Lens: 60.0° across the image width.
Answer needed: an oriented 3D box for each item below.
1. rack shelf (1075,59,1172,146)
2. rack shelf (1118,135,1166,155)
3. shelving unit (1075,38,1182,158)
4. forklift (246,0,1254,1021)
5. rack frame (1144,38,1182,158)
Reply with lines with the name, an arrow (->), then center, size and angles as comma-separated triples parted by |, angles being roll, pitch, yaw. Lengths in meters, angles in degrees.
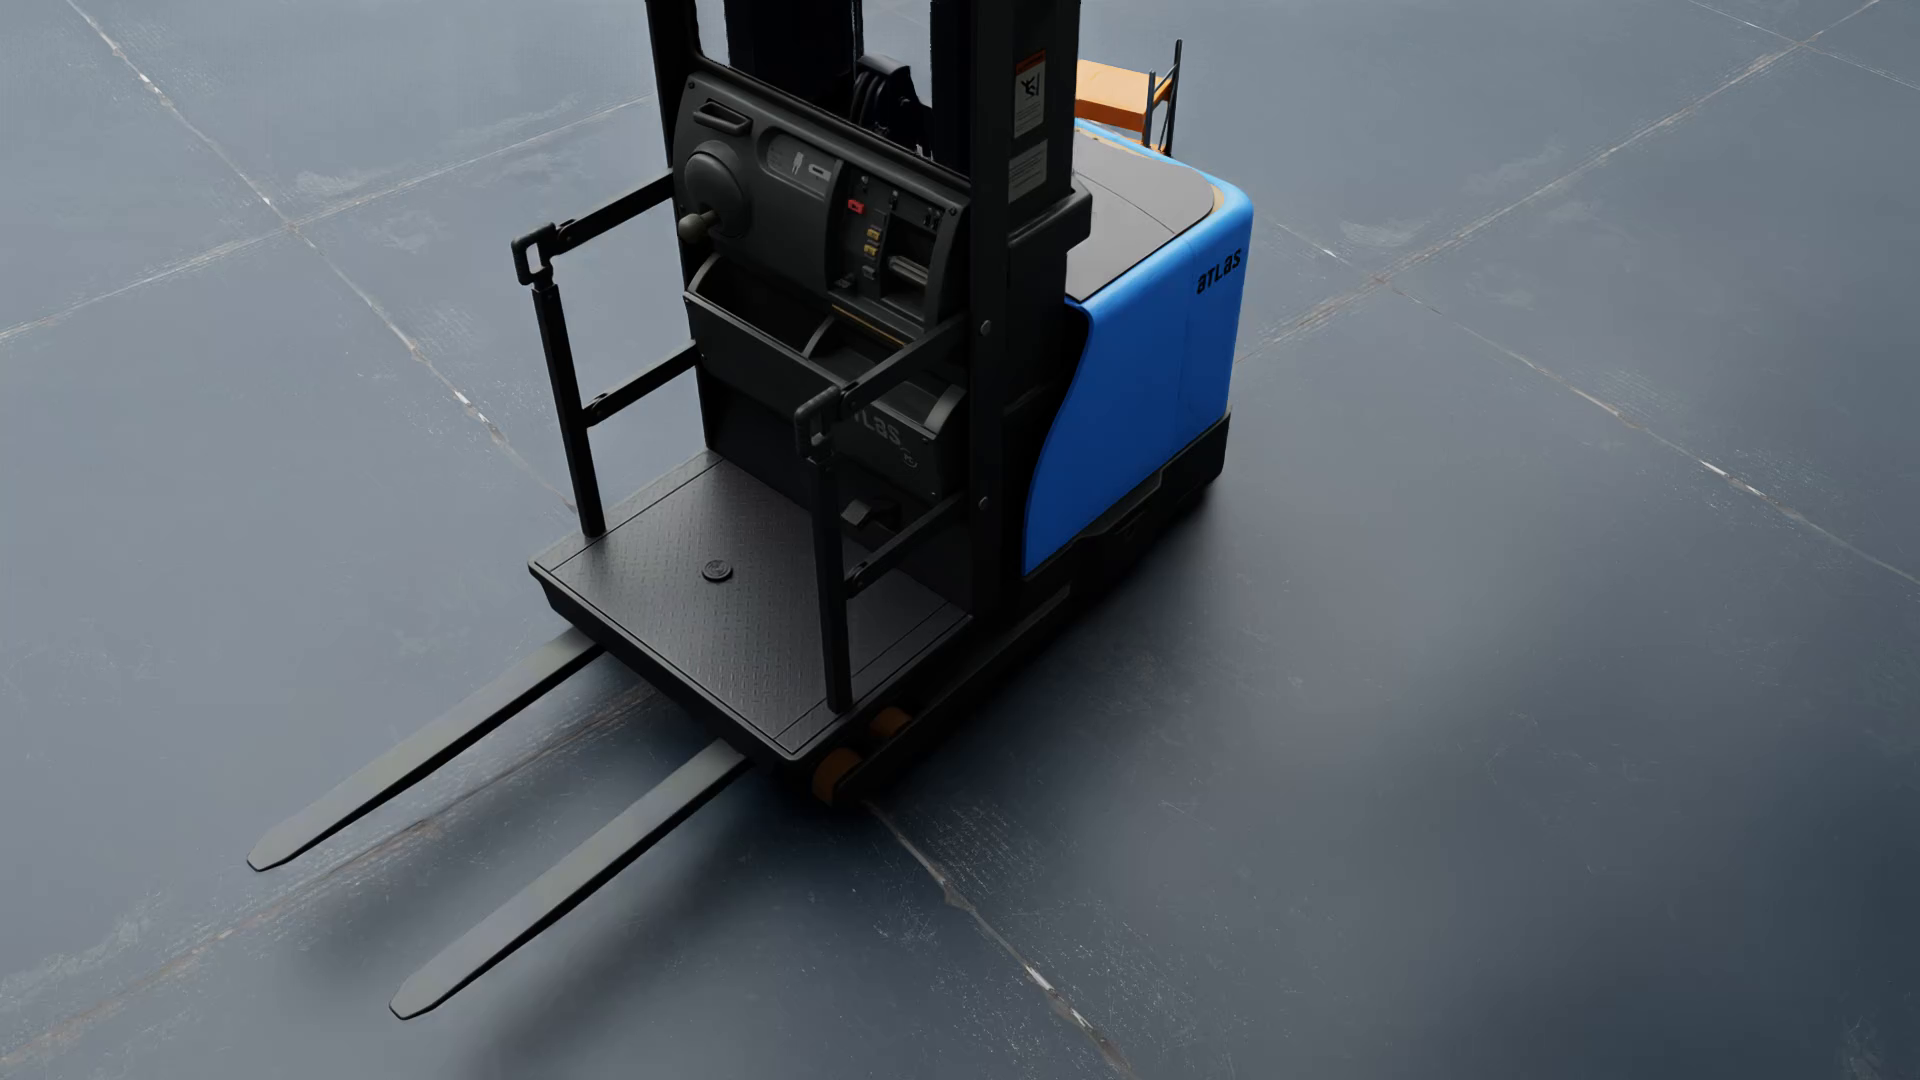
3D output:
rack shelf -> 0.411, -1.403, 5.293 | 0.480, 0.148, 0.258 | 19, 46, 19
rack shelf -> 0.411, -1.230, 5.455 | 0.480, 0.148, 0.258 | 19, 46, 19
shelving unit -> 0.411, -1.116, 5.562 | 0.503, 1.200, 0.258 | 19, 46, 19
forklift -> -0.500, -0.741, 3.899 | 1.130, 2.935, 3.031 | 32, 52, 29
rack frame -> 0.629, -1.041, 5.482 | 0.015, 1.200, 0.240 | 19, 46, 19
